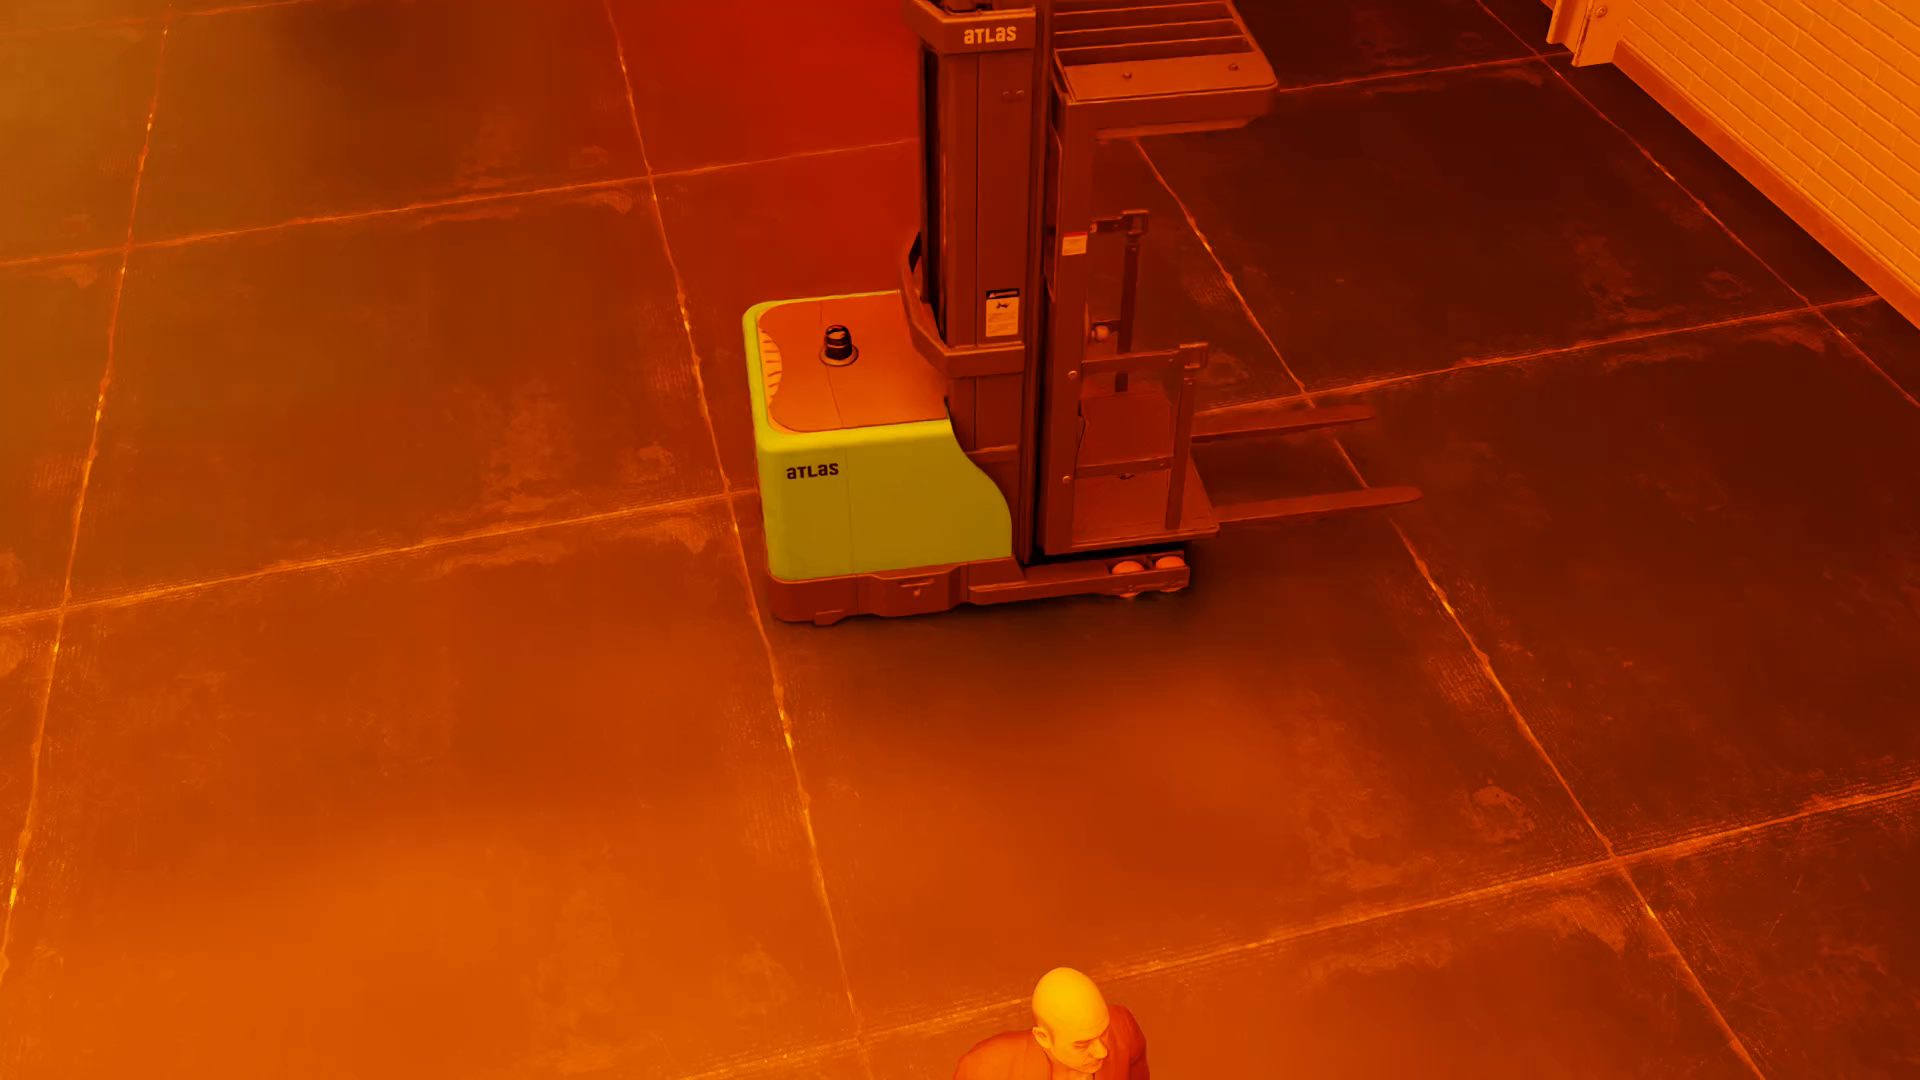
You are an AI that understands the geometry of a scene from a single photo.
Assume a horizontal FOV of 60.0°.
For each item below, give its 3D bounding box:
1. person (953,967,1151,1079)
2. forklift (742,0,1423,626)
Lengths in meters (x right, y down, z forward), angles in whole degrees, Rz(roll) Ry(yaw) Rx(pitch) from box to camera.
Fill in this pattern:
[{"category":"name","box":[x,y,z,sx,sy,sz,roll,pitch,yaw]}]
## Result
[{"category":"person","box":[0.302,1.841,4.526,0.695,1.776,0.582,-19,46,-19]},{"category":"forklift","box":[0.591,-1.163,6.876,3.031,2.935,1.130,-6,44,-7]}]
